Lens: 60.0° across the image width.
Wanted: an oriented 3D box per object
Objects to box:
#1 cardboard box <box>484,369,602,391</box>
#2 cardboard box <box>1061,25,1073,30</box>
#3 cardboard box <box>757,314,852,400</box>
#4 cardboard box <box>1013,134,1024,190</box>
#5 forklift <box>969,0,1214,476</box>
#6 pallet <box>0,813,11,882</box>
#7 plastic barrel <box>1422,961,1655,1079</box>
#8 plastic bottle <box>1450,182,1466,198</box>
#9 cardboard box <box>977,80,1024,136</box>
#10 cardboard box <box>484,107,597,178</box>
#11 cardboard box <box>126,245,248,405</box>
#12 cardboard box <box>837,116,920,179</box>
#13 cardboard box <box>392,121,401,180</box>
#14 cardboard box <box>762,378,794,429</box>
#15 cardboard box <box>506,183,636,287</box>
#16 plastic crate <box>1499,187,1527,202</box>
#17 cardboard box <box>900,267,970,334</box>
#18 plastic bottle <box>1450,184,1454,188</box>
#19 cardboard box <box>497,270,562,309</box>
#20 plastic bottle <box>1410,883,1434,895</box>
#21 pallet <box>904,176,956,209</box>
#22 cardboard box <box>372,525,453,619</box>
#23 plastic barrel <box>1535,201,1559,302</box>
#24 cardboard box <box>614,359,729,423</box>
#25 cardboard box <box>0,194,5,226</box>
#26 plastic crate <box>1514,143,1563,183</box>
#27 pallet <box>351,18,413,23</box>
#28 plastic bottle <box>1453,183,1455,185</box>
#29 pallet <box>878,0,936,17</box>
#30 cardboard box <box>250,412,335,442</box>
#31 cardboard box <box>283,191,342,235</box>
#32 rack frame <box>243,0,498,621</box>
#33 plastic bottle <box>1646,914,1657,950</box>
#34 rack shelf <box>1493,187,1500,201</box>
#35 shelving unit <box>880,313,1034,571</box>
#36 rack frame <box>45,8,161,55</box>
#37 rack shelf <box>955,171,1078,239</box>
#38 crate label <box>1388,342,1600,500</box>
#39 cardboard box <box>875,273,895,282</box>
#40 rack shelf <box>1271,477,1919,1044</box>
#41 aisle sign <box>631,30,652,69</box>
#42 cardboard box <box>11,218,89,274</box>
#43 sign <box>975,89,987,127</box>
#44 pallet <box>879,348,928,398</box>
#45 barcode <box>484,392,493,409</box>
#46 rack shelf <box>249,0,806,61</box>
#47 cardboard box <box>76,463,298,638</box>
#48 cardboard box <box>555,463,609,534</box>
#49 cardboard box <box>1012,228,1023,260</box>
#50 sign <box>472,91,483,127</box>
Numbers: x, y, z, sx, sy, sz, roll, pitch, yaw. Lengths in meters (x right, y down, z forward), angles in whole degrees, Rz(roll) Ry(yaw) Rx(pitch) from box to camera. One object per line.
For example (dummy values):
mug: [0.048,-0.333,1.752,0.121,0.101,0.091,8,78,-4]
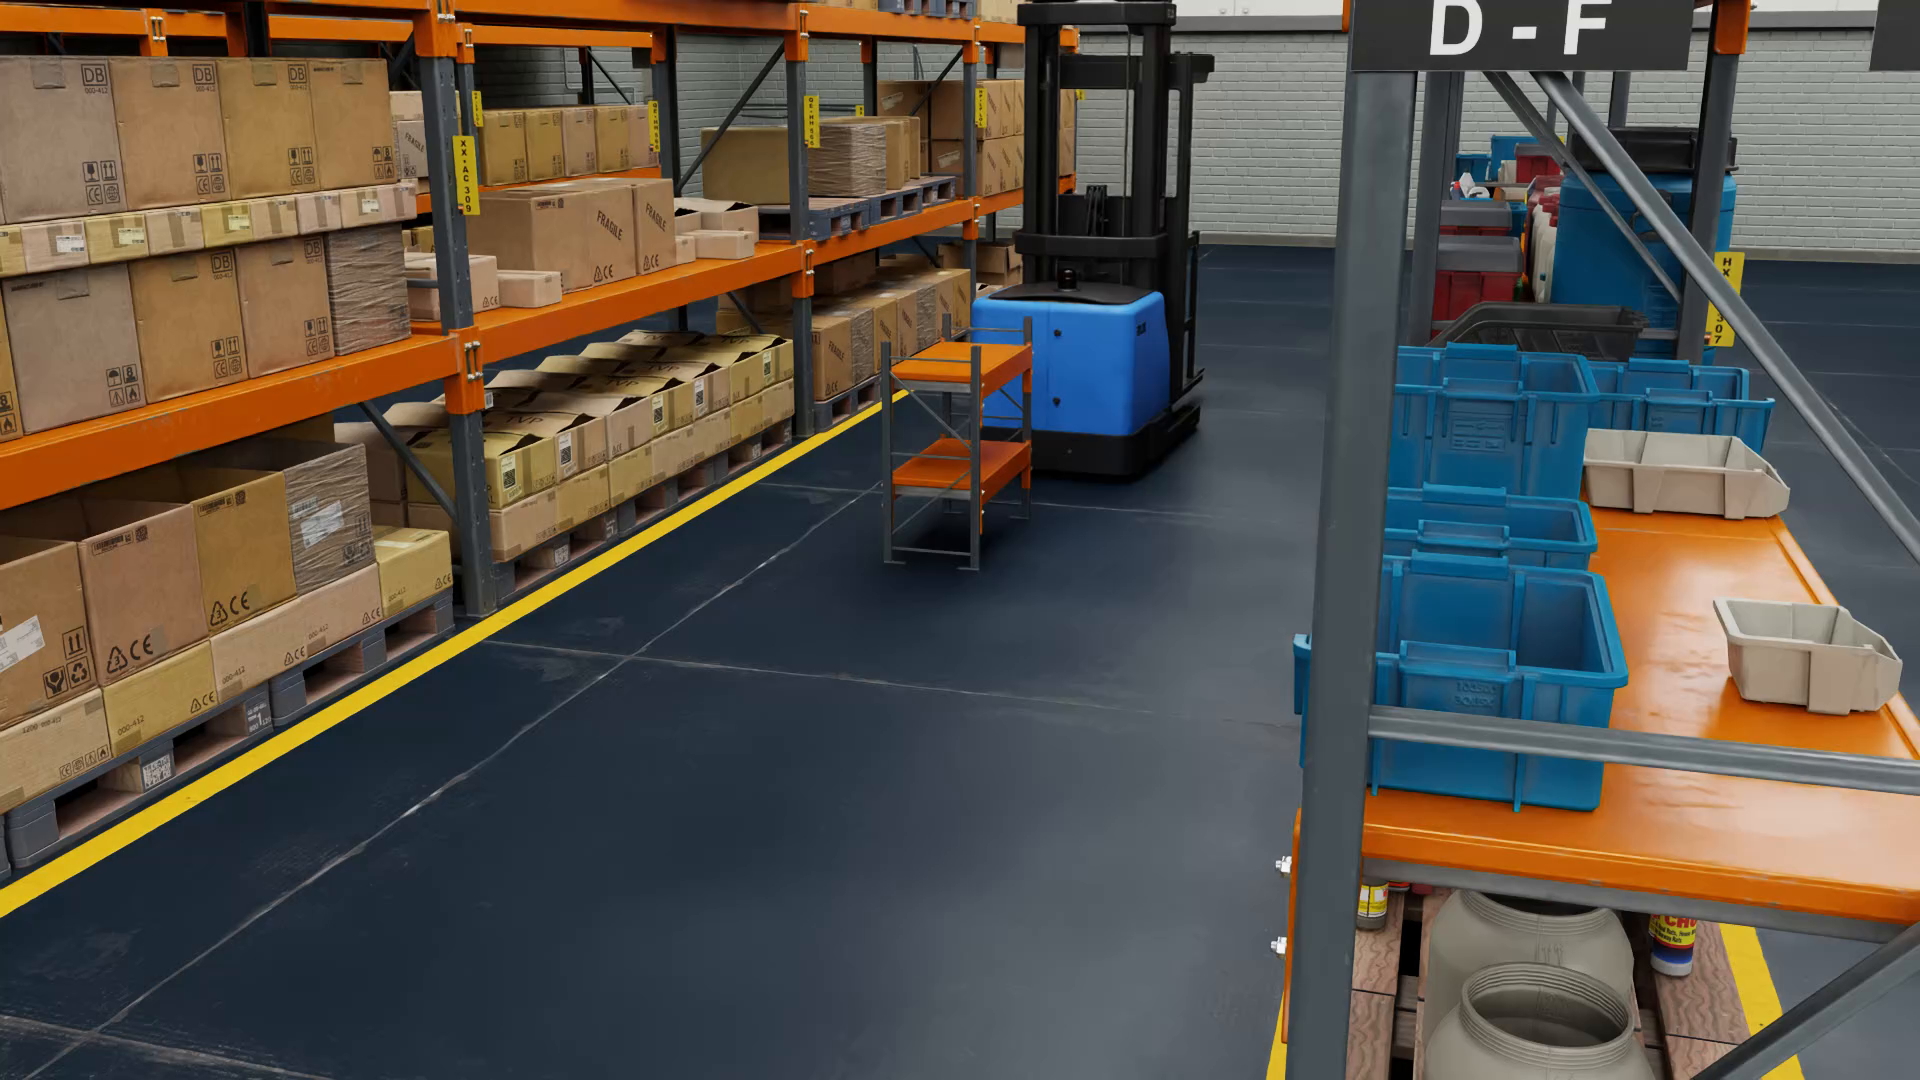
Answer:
cardboard box: [-2.352,-0.808,9.422,0.500,0.311,0.500,4,16,15]
cardboard box: [0.892,-5.488,17.459,0.500,0.250,0.500,5,16,16]
cardboard box: [-1.084,-1.285,11.637,0.500,0.500,0.500,5,17,18]
cardboard box: [0.342,-3.651,16.020,0.500,0.500,0.500,5,16,16]
forklift: [1.029,-2.155,11.056,1.130,2.935,3.031,6,17,19]
pallet: [-3.584,1.052,4.733,1.003,0.211,1.213,5,16,16]
plastic barrel: [1.101,1.116,3.188,0.421,0.512,0.421,0,16,0]
plastic bottle: [3.467,-2.330,11.636,0.144,0.351,0.185,5,16,16]
cardboard box: [0.345,-4.125,15.862,0.500,0.500,0.500,4,16,14]
cardboard box: [-4.522,-4.275,17.855,0.980,0.700,0.700,4,16,13]
cardboard box: [-3.035,-0.795,5.950,0.700,0.500,0.500,5,17,17]
cardboard box: [-0.700,-3.369,14.257,0.700,0.500,0.500,-1,16,-3]
cardboard box: [-5.278,-3.404,14.569,0.500,0.500,0.500,5,16,16]
cardboard box: [-1.403,-0.902,10.780,0.500,0.250,0.500,5,17,17]
cardboard box: [-2.099,-1.649,8.963,0.500,0.500,0.500,5,16,16]
plastic crate: [4.666,-2.853,13.764,0.396,0.136,0.243,5,16,16]
cardboard box: [-0.217,-2.083,14.451,0.500,0.500,0.500,5,16,16]
plastic bottle: [3.631,-2.489,12.321,0.061,0.283,0.133,5,16,16]
cardboard box: [-2.177,-1.228,8.121,0.380,0.149,0.250,5,16,16]
plastic bottle: [1.289,0.824,4.599,0.061,0.283,0.133,5,16,16]
pallet: [-0.683,-2.932,14.023,1.003,0.211,1.213,5,16,16]
cardboard box: [-2.547,0.127,7.155,0.500,0.250,0.500,5,16,16]
plastic barrel: [2.814,-1.238,7.448,0.433,0.535,0.433,0,16,0]
cardboard box: [-1.688,-0.903,9.759,0.500,0.311,0.500,5,16,16]
cardboard box: [-3.315,-1.163,4.872,0.700,0.500,0.500,5,16,16]
plastic crate: [4.891,-3.114,14.084,0.402,0.464,0.583,5,16,16]
pallet: [-5.315,-4.716,14.812,0.805,0.209,1.217,4,16,14]
plastic bottle: [3.737,-2.563,12.604,0.097,0.271,0.097,0,16,0]
pallet: [-0.896,-4.141,12.780,1.213,0.211,1.003,5,16,16]
cardboard box: [-3.057,-0.275,7.198,0.500,0.500,0.500,5,16,16]
cardboard box: [-2.641,-1.272,6.444,0.380,0.149,0.250,4,16,14]
rack frame: [-2.625,-1.132,7.325,1.000,3.000,0.127,5,16,16]
plastic bottle: [1.830,0.956,4.282,0.097,0.201,0.097,0,16,0]
rack shelf: [4.965,-3.017,15.289,1.077,0.370,4.000,5,16,16]
shelving unit: [0.002,-0.543,8.682,0.538,1.125,1.048,5,16,16]
rack frame: [-6.238,-2.562,12.365,1.000,3.000,0.127,5,16,16]
rack shelf: [0.217,-3.403,16.647,1.077,0.370,4.000,5,16,16]
crate label: [1.251,-0.220,4.044,0.502,0.435,0.616,5,16,16]
cardboard box: [-0.863,-1.986,14.110,0.500,0.500,0.500,5,17,17]
rack shelf: [1.555,0.122,4.221,1.077,0.370,4.000,5,16,16]
aisle sign: [-3.657,-5.901,19.374,0.394,0.787,0.004,5,16,16]
cardboard box: [-3.006,-0.934,5.254,0.380,0.149,0.250,5,17,16]
sign: [0.182,-3.740,14.397,0.100,0.325,0.005,5,16,16]
pallet: [-0.891,-1.348,13.195,1.003,0.211,1.213,5,16,16]
barcode: [-2.153,-0.638,7.596,0.001,0.075,0.075,5,16,16]
rack shelf: [-2.056,-2.753,8.858,1.077,0.370,4.000,5,16,16]
cardboard box: [-2.839,0.027,6.133,0.500,0.500,0.500,5,16,16]
cardboard box: [-2.126,-0.232,8.418,0.500,0.250,0.500,5,17,17]
cardboard box: [0.867,-3.120,18.106,0.500,0.500,0.500,5,16,16]
sign: [-4.579,-4.088,15.768,0.100,0.325,0.005,5,16,16]
